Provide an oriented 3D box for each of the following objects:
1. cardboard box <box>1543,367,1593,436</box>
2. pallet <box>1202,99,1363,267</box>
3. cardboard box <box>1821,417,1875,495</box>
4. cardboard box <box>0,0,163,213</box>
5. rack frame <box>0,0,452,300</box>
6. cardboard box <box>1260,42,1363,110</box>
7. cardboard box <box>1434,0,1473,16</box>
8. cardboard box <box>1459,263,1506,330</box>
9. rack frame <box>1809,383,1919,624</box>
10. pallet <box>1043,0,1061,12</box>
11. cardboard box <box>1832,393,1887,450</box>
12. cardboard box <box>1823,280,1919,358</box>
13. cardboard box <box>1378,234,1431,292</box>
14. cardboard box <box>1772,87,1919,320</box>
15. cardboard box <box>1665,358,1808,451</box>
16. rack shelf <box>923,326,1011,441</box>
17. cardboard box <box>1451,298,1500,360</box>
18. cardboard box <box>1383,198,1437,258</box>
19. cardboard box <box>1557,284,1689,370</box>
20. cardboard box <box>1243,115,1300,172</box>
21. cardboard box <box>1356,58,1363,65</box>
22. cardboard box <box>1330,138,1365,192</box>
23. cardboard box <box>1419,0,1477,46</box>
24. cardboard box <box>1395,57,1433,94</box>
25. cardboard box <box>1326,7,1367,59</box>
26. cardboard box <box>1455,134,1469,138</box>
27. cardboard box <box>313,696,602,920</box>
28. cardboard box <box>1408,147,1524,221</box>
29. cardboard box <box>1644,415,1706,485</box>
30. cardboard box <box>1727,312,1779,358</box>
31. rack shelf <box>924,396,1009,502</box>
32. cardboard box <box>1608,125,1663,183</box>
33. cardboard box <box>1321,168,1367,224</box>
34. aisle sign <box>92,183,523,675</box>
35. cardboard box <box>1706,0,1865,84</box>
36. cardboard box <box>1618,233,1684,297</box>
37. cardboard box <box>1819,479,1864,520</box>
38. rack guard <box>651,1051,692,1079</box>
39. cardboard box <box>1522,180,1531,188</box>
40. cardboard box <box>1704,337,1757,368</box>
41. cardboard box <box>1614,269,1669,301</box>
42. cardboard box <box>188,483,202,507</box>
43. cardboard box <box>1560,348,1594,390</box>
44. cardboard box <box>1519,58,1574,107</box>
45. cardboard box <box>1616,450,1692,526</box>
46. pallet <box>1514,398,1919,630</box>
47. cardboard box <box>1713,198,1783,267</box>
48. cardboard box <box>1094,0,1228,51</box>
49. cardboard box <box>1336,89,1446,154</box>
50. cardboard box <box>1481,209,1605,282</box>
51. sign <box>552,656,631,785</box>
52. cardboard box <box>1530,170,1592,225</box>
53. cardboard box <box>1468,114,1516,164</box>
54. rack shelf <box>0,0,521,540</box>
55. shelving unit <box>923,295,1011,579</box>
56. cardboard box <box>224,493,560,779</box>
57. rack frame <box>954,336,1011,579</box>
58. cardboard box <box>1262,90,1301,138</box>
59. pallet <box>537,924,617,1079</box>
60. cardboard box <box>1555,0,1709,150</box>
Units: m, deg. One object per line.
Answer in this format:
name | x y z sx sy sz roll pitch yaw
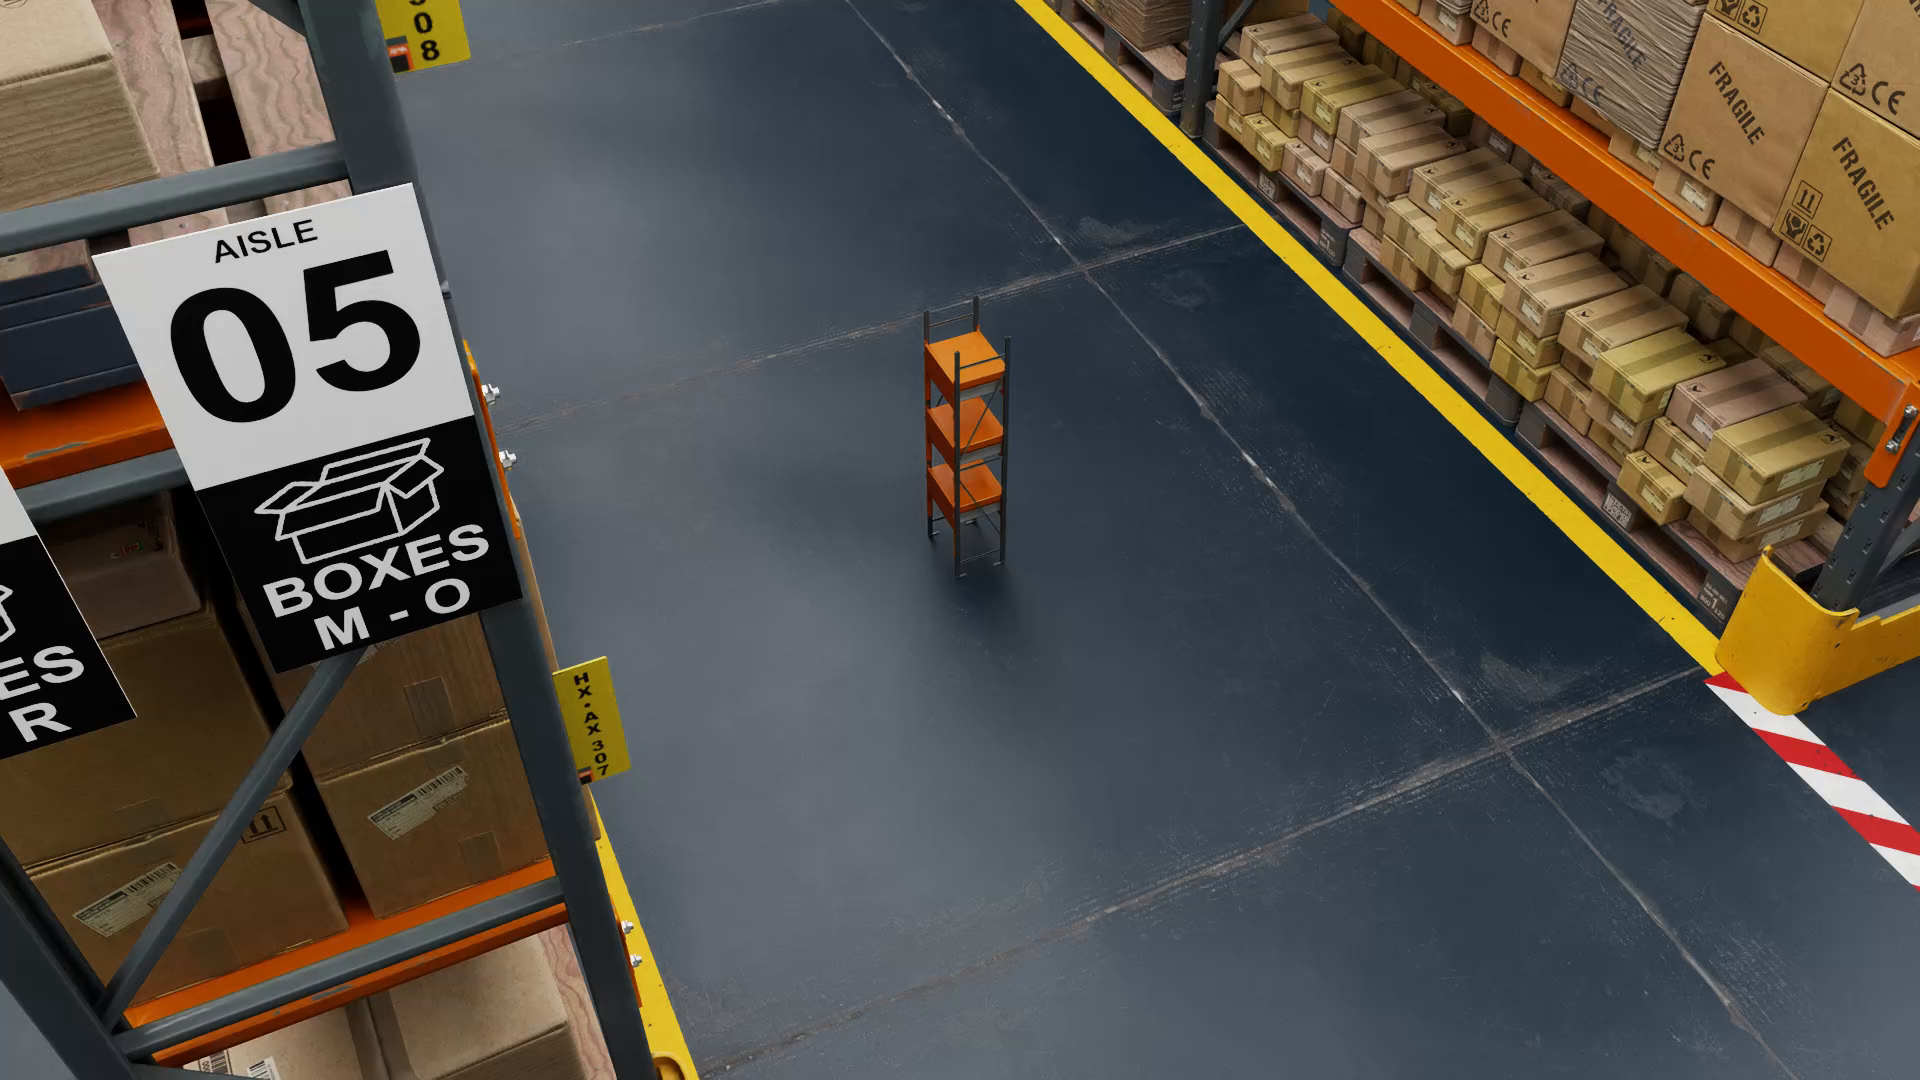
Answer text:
cardboard box | 2.500 -0.579 6.432 0.380 0.149 0.250 -18 47 -17
pallet | 1.892 -1.828 7.952 1.003 0.211 1.213 -18 47 -17
cardboard box | 3.272 -0.340 5.977 0.380 0.149 0.250 -16 47 -16
cardboard box | -1.460 -0.623 2.346 0.500 0.250 0.500 -22 49 -21
rack frame | -1.189 -1.298 1.159 1.000 3.000 0.127 -18 47 -17
cardboard box | 1.597 -2.111 7.561 0.380 0.149 0.250 -16 47 -15
cardboard box | 1.951 -2.345 6.208 0.500 0.500 0.500 -19 48 -18
cardboard box | 2.238 -1.008 6.654 0.380 0.149 0.250 -16 47 -15
rack frame | 3.260 -0.689 4.813 1.000 3.000 0.127 -18 47 -17
pallet | 0.732 -3.520 9.667 1.003 0.211 1.213 -18 47 -17
cardboard box | 3.348 -0.470 5.898 0.380 0.149 0.250 -20 48 -19
cardboard box | 2.866 -0.724 5.027 0.380 0.149 0.250 -18 47 -17
cardboard box | 2.022 -1.231 7.093 0.380 0.149 0.250 -19 48 -18
cardboard box | 2.837 -1.041 4.886 0.500 0.500 0.500 -17 47 -17
cardboard box | 2.754 -0.475 5.903 0.380 0.149 0.250 -17 47 -17
rack shelf | 0.022 -0.534 5.655 0.215 0.259 0.240 -18 47 -17
cardboard box | 2.240 -0.903 6.760 0.380 0.149 0.250 -17 47 -17
cardboard box | 2.017 -1.339 6.991 0.380 0.149 0.250 -18 48 -18
cardboard box | 2.478 -0.787 6.219 0.380 0.149 0.250 -20 48 -19
cardboard box | 1.551 -1.876 7.747 0.380 0.149 0.250 -17 47 -16
cardboard box | 1.999 -2.372 8.037 0.380 0.149 0.250 -17 47 -17
cardboard box | 1.874 -1.701 7.357 0.380 0.149 0.250 -20 48 -19
cardboard box | 1.998 -2.047 6.368 0.380 0.149 0.250 -16 47 -16
cardboard box | 2.218 -2.127 7.577 0.380 0.149 0.250 -18 48 -18
cardboard box | 1.964 -2.435 7.889 0.380 0.149 0.250 -17 47 -16
cardboard box | 2.269 -1.849 7.507 0.380 0.149 0.250 -18 47 -17
cardboard box | -1.130 0.411 3.627 0.500 0.500 0.500 -18 48 -18
cardboard box | 2.100 -1.469 6.911 0.380 0.149 0.250 -20 48 -19
cardboard box | 2.718 -0.364 6.003 0.380 0.149 0.250 -19 48 -18
cardboard box | 3.133 -0.808 6.241 0.380 0.149 0.250 -18 47 -18
rack shelf | 0.022 -0.332 5.854 0.215 0.259 0.240 -18 47 -17
cardboard box | 2.464 -1.381 5.693 0.380 0.149 0.250 -20 48 -19
cardboard box | 1.855 -1.586 7.453 0.380 0.149 0.250 -19 48 -18
aisle sign | -0.896 -0.128 2.393 0.394 0.787 0.004 -18 47 -17
cardboard box | 2.628 -1.728 4.870 0.500 0.500 0.500 -20 48 -19
cardboard box | 2.845 -1.122 6.558 0.380 0.149 0.250 -16 47 -16
cardboard box | 3.330 -0.252 6.101 0.380 0.149 0.250 -17 47 -17
rack guard | -1.179 1.742 4.129 1.175 0.500 0.348 -18 47 -17
cardboard box | 2.488 -1.516 7.169 0.380 0.149 0.250 -20 48 -19
cardboard box | 3.025 -0.661 6.303 0.380 0.149 0.250 -17 47 -17
cardboard box | 2.818 -0.997 6.644 0.380 0.149 0.250 -20 48 -19
cardboard box | -1.262 -0.239 3.112 0.380 0.149 0.250 -17 47 -16
cardboard box | 2.539 -0.714 6.357 0.380 0.149 0.250 -19 48 -18
cardboard box | 2.278 -1.735 6.052 0.380 0.149 0.250 -17 47 -17
cardboard box | 2.649 -0.232 6.080 0.380 0.149 0.250 -17 47 -16
pallet | 2.918 -0.273 6.377 1.003 0.211 1.213 -18 47 -17
cardboard box | 2.676 -1.049 5.356 0.380 0.149 0.250 -18 48 -18
cardboard box | 1.038 -2.895 8.529 0.500 0.500 0.500 -19 48 -18
cardboard box | 1.878 -1.805 7.251 0.380 0.149 0.250 -19 48 -18
cardboard box | 2.304 -1.142 6.579 0.380 0.149 0.250 -20 48 -19
sign | -0.683 0.341 3.096 0.100 0.325 0.005 -18 47 -17
cardboard box | 2.584 -1.435 6.876 0.380 0.149 0.250 -18 47 -17
cardboard box | 2.454 -1.794 7.239 0.380 0.149 0.250 -20 48 -19
rack shelf | -2.030 -1.249 3.757 1.077 0.370 4.000 -18 47 -17
shelving unit | 0.022 -0.340 5.847 0.215 1.050 0.252 -18 47 -17
cardboard box | -1.132 0.055 3.275 0.500 0.500 0.500 -19 48 -18
rack frame | 0.074 -0.262 5.768 0.200 1.050 0.008 -18 47 -17
cardboard box | 1.628 -2.019 7.679 0.380 0.149 0.250 -18 47 -17
pallet | -1.596 1.343 4.739 1.003 0.211 1.213 -18 47 -17
cardboard box | 2.403 -1.691 5.545 0.500 0.500 0.500 -18 47 -17
